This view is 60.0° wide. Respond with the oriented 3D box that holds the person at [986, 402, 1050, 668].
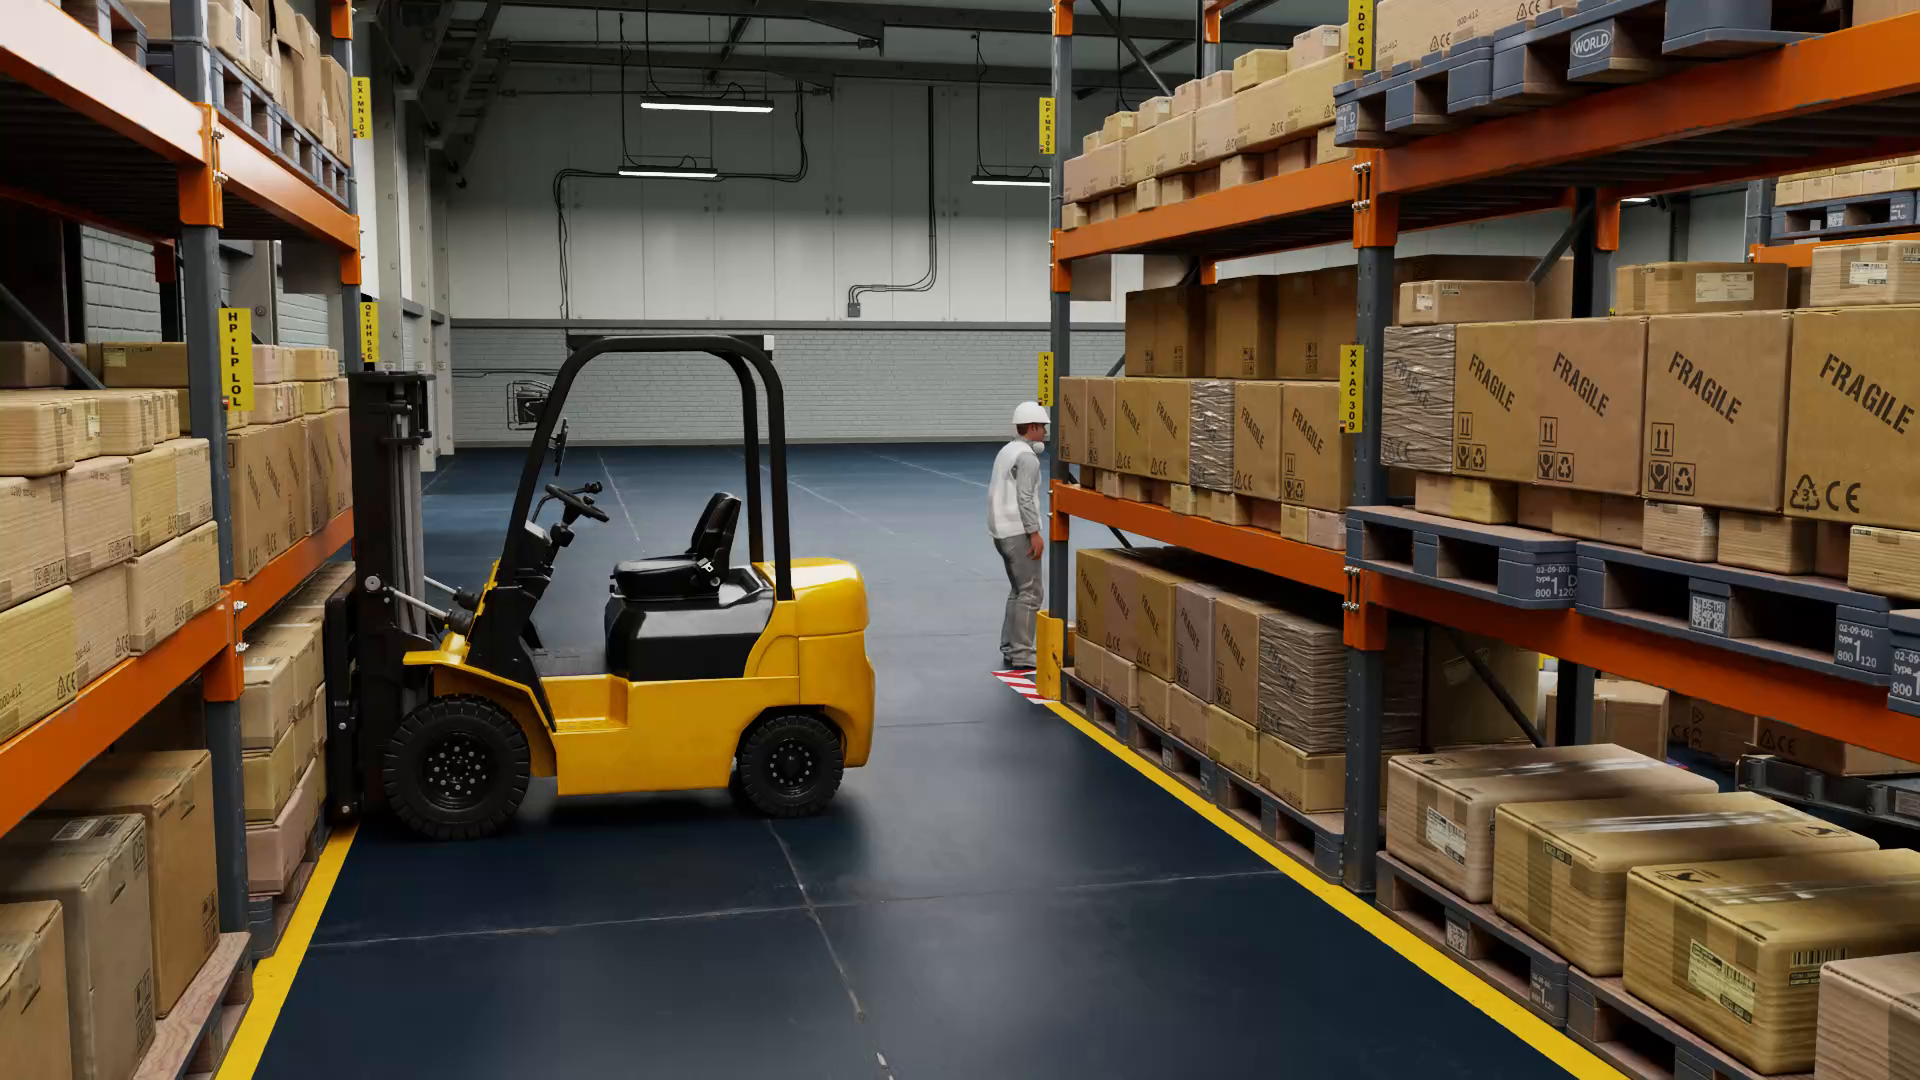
[{"bbox_3d":[0.420,-0.047,11.266,0.465,1.770,0.590,-1,6,-12],"label":"person"}]
